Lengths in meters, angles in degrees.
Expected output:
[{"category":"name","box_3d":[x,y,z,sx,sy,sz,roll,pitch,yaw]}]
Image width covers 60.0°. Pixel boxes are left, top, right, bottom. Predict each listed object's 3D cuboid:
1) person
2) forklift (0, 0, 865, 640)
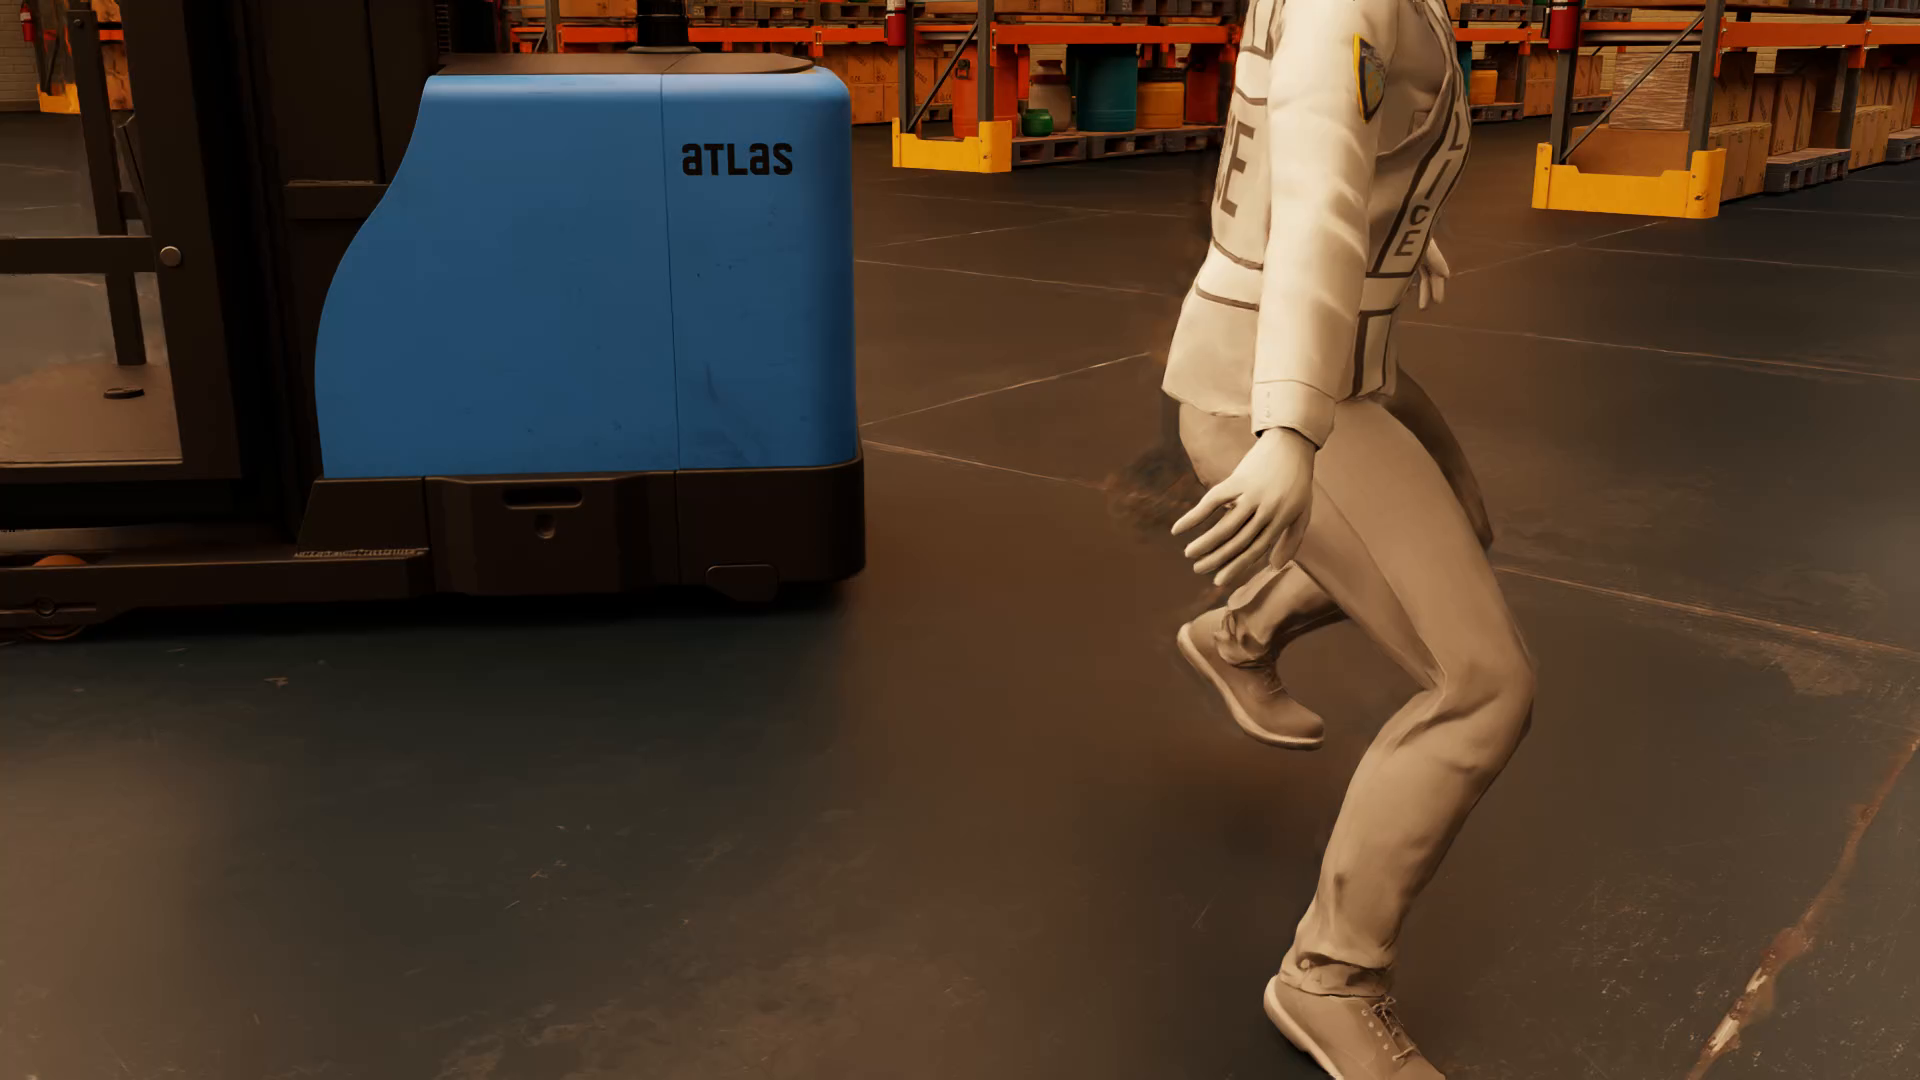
[{"category":"person","box_3d":[0.456,-0.170,2.009,0.472,1.562,1.077,4,17,14]},{"category":"forklift","box_3d":[-1.749,-1.360,3.375,3.031,2.935,1.130,-2,17,-5]}]
